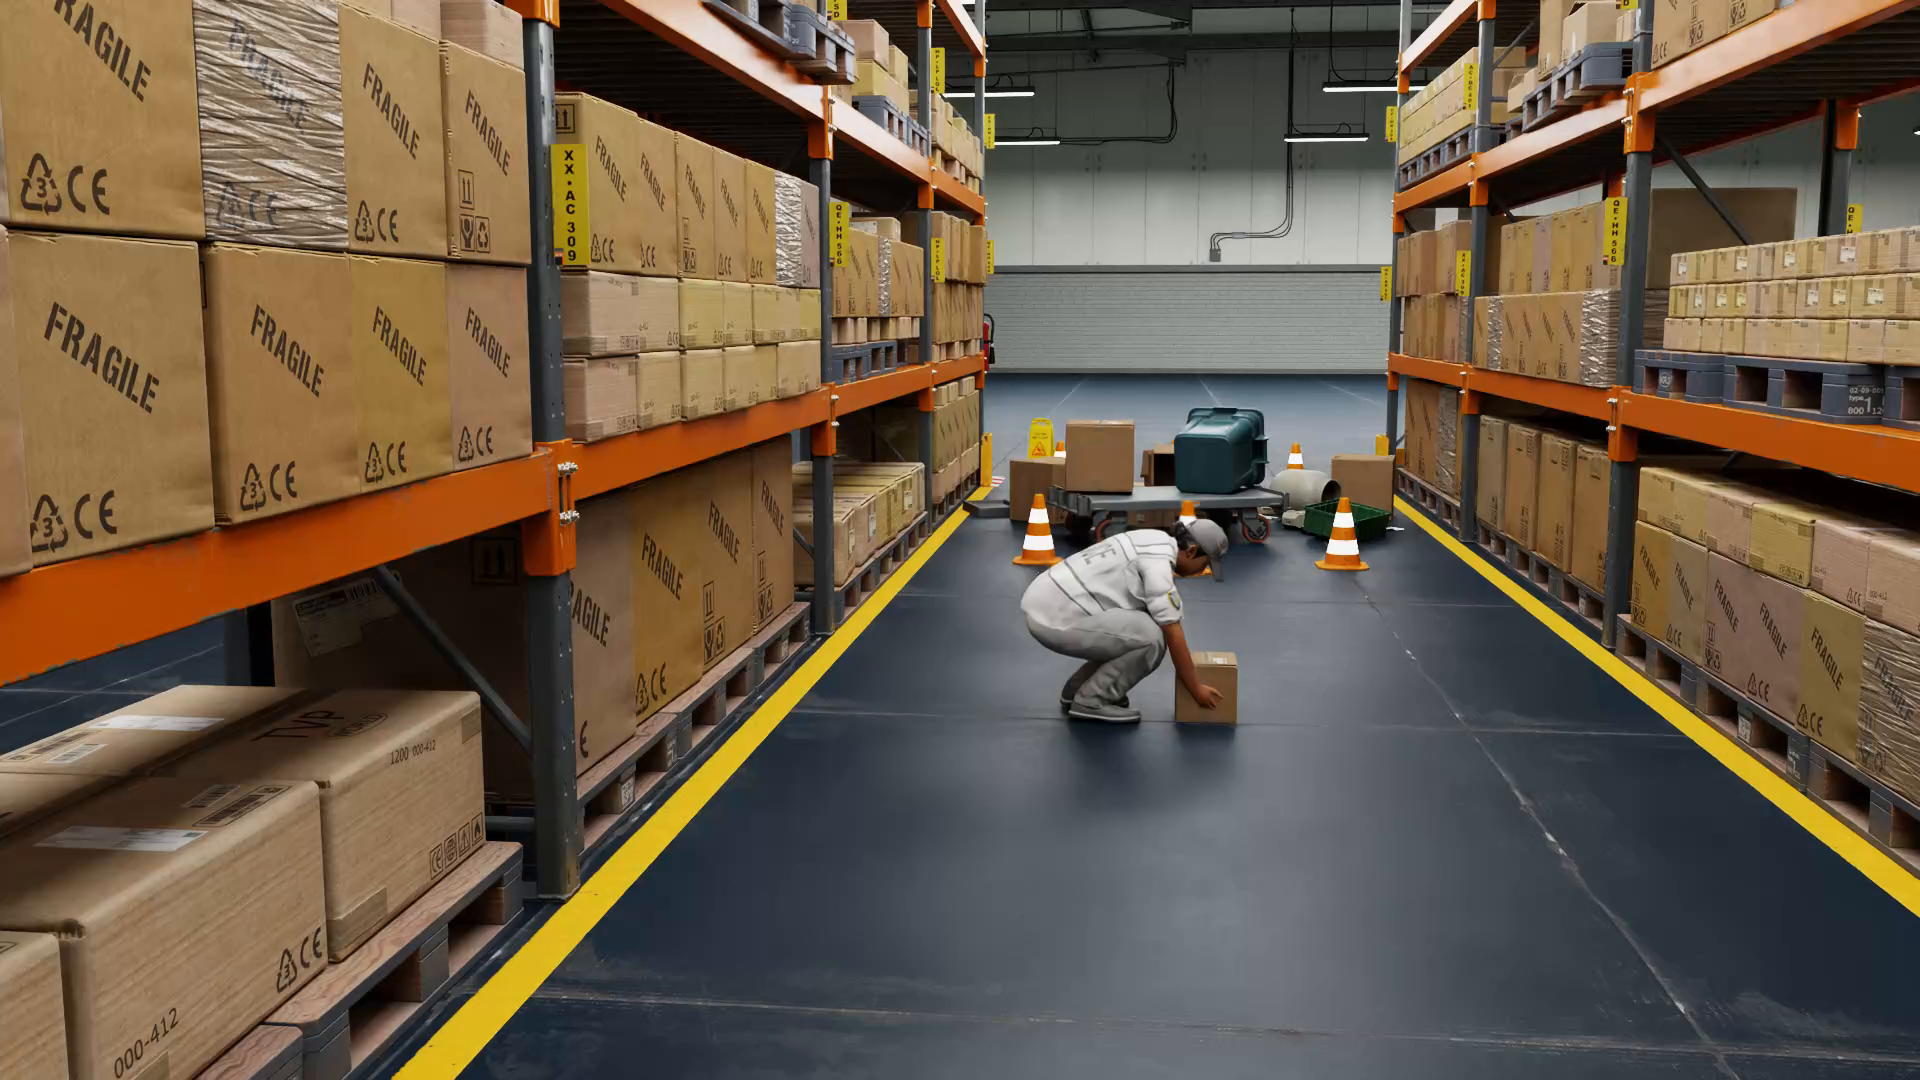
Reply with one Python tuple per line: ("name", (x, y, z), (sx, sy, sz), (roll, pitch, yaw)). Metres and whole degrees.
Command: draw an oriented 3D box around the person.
("person", (0.687, 0.327, 7.000), (0.867, 0.837, 0.517), (1, 8, 6))
